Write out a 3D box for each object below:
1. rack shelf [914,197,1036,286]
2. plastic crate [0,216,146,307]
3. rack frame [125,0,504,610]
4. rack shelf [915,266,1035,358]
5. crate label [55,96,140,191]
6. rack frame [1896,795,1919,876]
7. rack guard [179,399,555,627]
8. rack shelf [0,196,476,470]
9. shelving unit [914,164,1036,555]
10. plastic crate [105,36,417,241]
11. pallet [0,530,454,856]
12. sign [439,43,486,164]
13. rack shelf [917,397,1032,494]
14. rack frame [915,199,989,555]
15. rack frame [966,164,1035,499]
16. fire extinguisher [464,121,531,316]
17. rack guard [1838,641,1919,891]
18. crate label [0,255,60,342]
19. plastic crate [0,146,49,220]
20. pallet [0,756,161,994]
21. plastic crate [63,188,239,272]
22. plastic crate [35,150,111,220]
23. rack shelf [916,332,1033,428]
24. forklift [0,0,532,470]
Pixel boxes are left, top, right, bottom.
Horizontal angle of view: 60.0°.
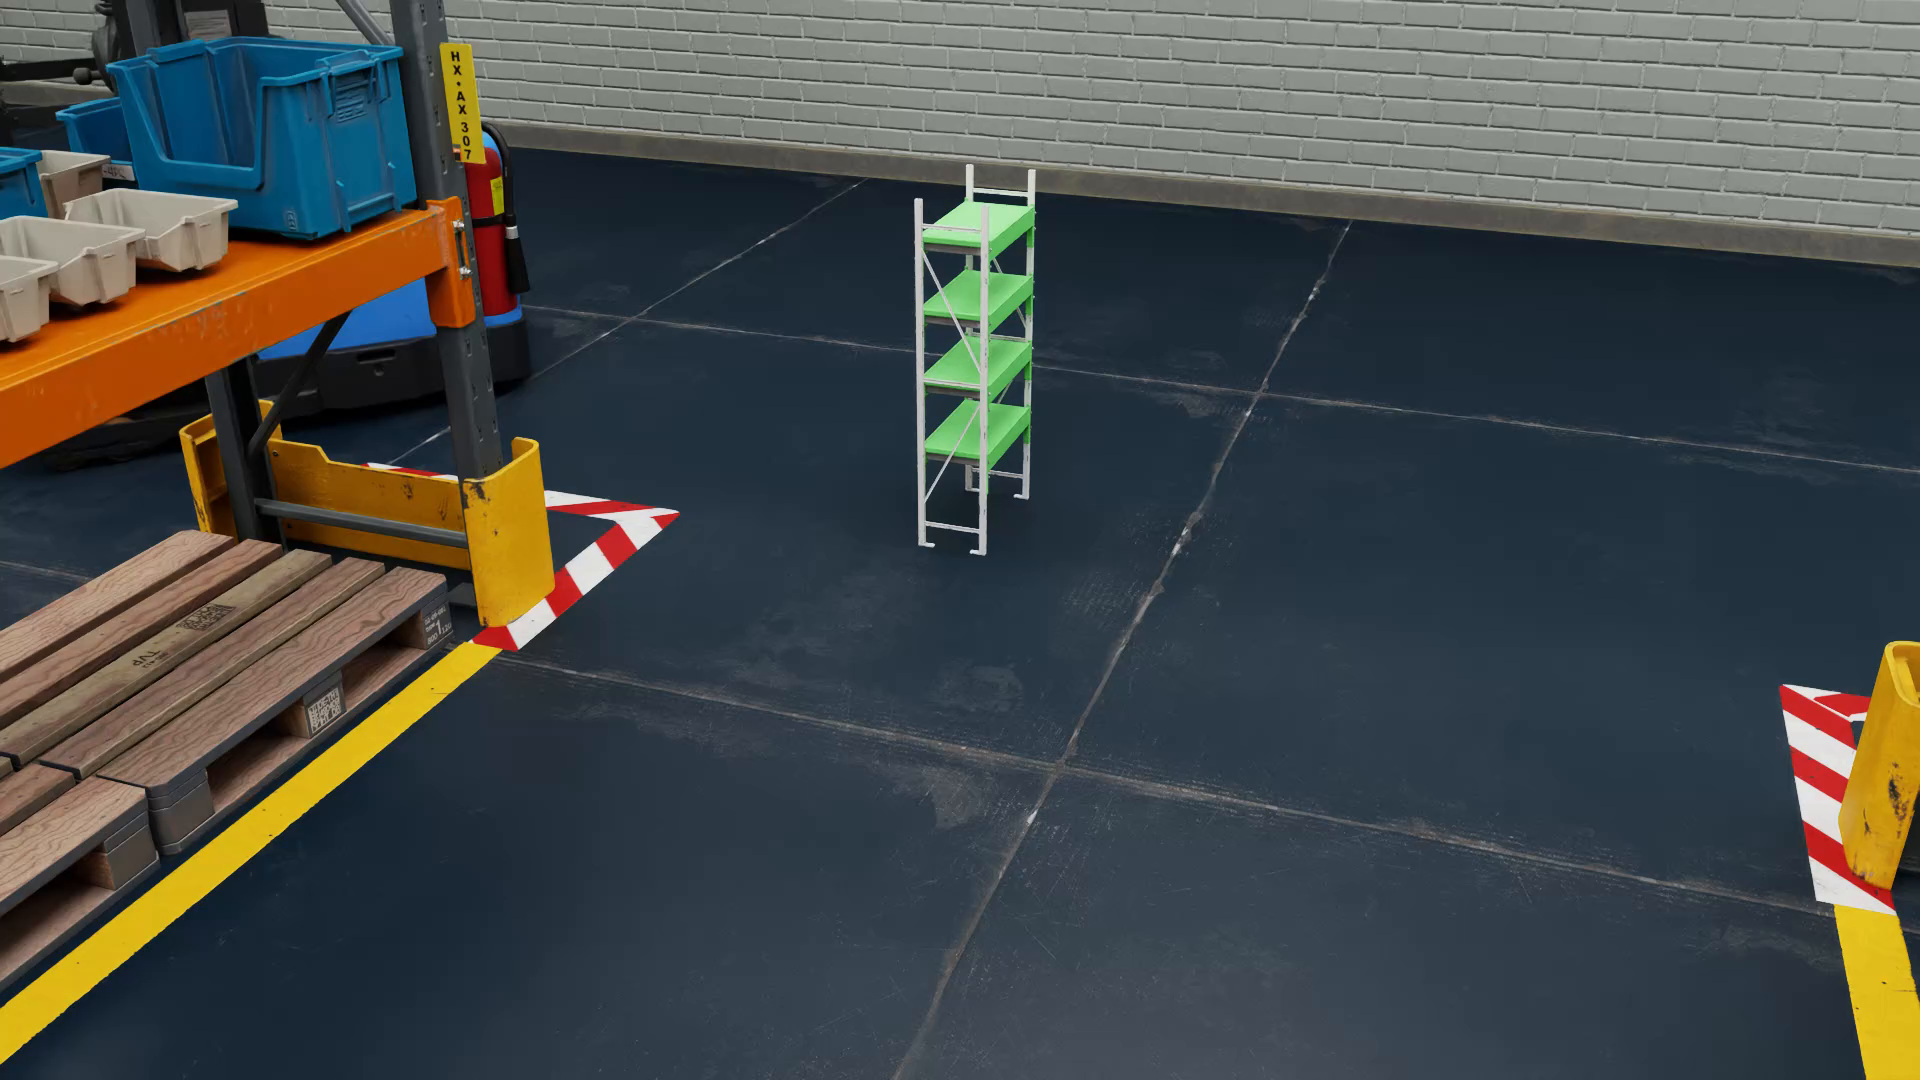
[{"bbox_3d":[0.055,-0.983,5.448,0.258,0.148,0.480,9,27,17],"label":"rack shelf"},{"bbox_3d":[-2.118,-0.643,3.869,0.396,0.136,0.243,9,27,17],"label":"plastic crate"},{"bbox_3d":[-1.908,-1.213,4.813,1.000,3.000,0.127,9,27,17],"label":"rack frame"},{"bbox_3d":[0.055,-0.767,5.552,0.258,0.148,0.480,9,27,17],"label":"rack shelf"},{"bbox_3d":[-2.300,-1.111,4.725,0.416,0.233,0.303,9,27,17],"label":"crate label"},{"bbox_3d":[2.763,-0.495,3.329,1.000,3.000,0.127,9,27,17],"label":"rack frame"},{"bbox_3d":[-1.912,-0.099,5.382,1.175,0.500,0.348,9,27,17],"label":"rack guard"},{"bbox_3d":[-2.573,-0.067,3.272,1.077,0.370,4.000,9,27,17],"label":"rack shelf"},{"bbox_3d":[0.055,-0.608,5.629,0.258,1.200,0.503,9,27,17],"label":"shelving unit"},{"bbox_3d":[-1.843,-1.091,4.452,0.616,0.435,0.499,9,27,17],"label":"plastic crate"},{"bbox_3d":[-2.219,0.376,4.732,1.003,0.211,1.213,9,27,17],"label":"pallet"},{"bbox_3d":[-1.384,-1.213,4.626,0.100,0.325,0.005,9,27,17],"label":"sign"},{"bbox_3d":[0.055,-0.335,5.761,0.258,0.148,0.480,9,27,17],"label":"rack shelf"},{"bbox_3d":[-0.026,-0.508,5.422,0.240,1.200,0.015,9,27,17],"label":"rack frame"},{"bbox_3d":[0.136,-0.708,5.836,0.240,1.200,0.015,9,27,17],"label":"rack frame"},{"bbox_3d":[-1.429,-1.006,4.903,0.296,0.674,0.183,9,27,17],"label":"fire extinguisher"},{"bbox_3d":[2.771,0.621,3.894,1.175,0.500,0.348,9,27,17],"label":"rack guard"},{"bbox_3d":[-2.188,-0.525,3.625,0.396,0.136,0.243,9,27,17],"label":"crate label"},{"bbox_3d":[-2.519,-0.840,4.166,0.416,0.233,0.300,9,27,17],"label":"plastic crate"},{"bbox_3d":[-2.626,0.875,3.700,1.003,0.211,1.213,9,27,17],"label":"pallet"},{"bbox_3d":[-2.008,-0.760,4.111,0.396,0.136,0.243,9,27,17],"label":"plastic crate"},{"bbox_3d":[-2.485,-0.948,4.499,0.250,0.136,0.298,9,27,17],"label":"plastic crate"},{"bbox_3d":[0.055,-0.551,5.657,0.258,0.148,0.480,9,27,17],"label":"rack shelf"},{"bbox_3d":[-3.368,-1.847,6.200,3.031,2.935,1.130,-13,29,-24],"label":"forklift"}]
